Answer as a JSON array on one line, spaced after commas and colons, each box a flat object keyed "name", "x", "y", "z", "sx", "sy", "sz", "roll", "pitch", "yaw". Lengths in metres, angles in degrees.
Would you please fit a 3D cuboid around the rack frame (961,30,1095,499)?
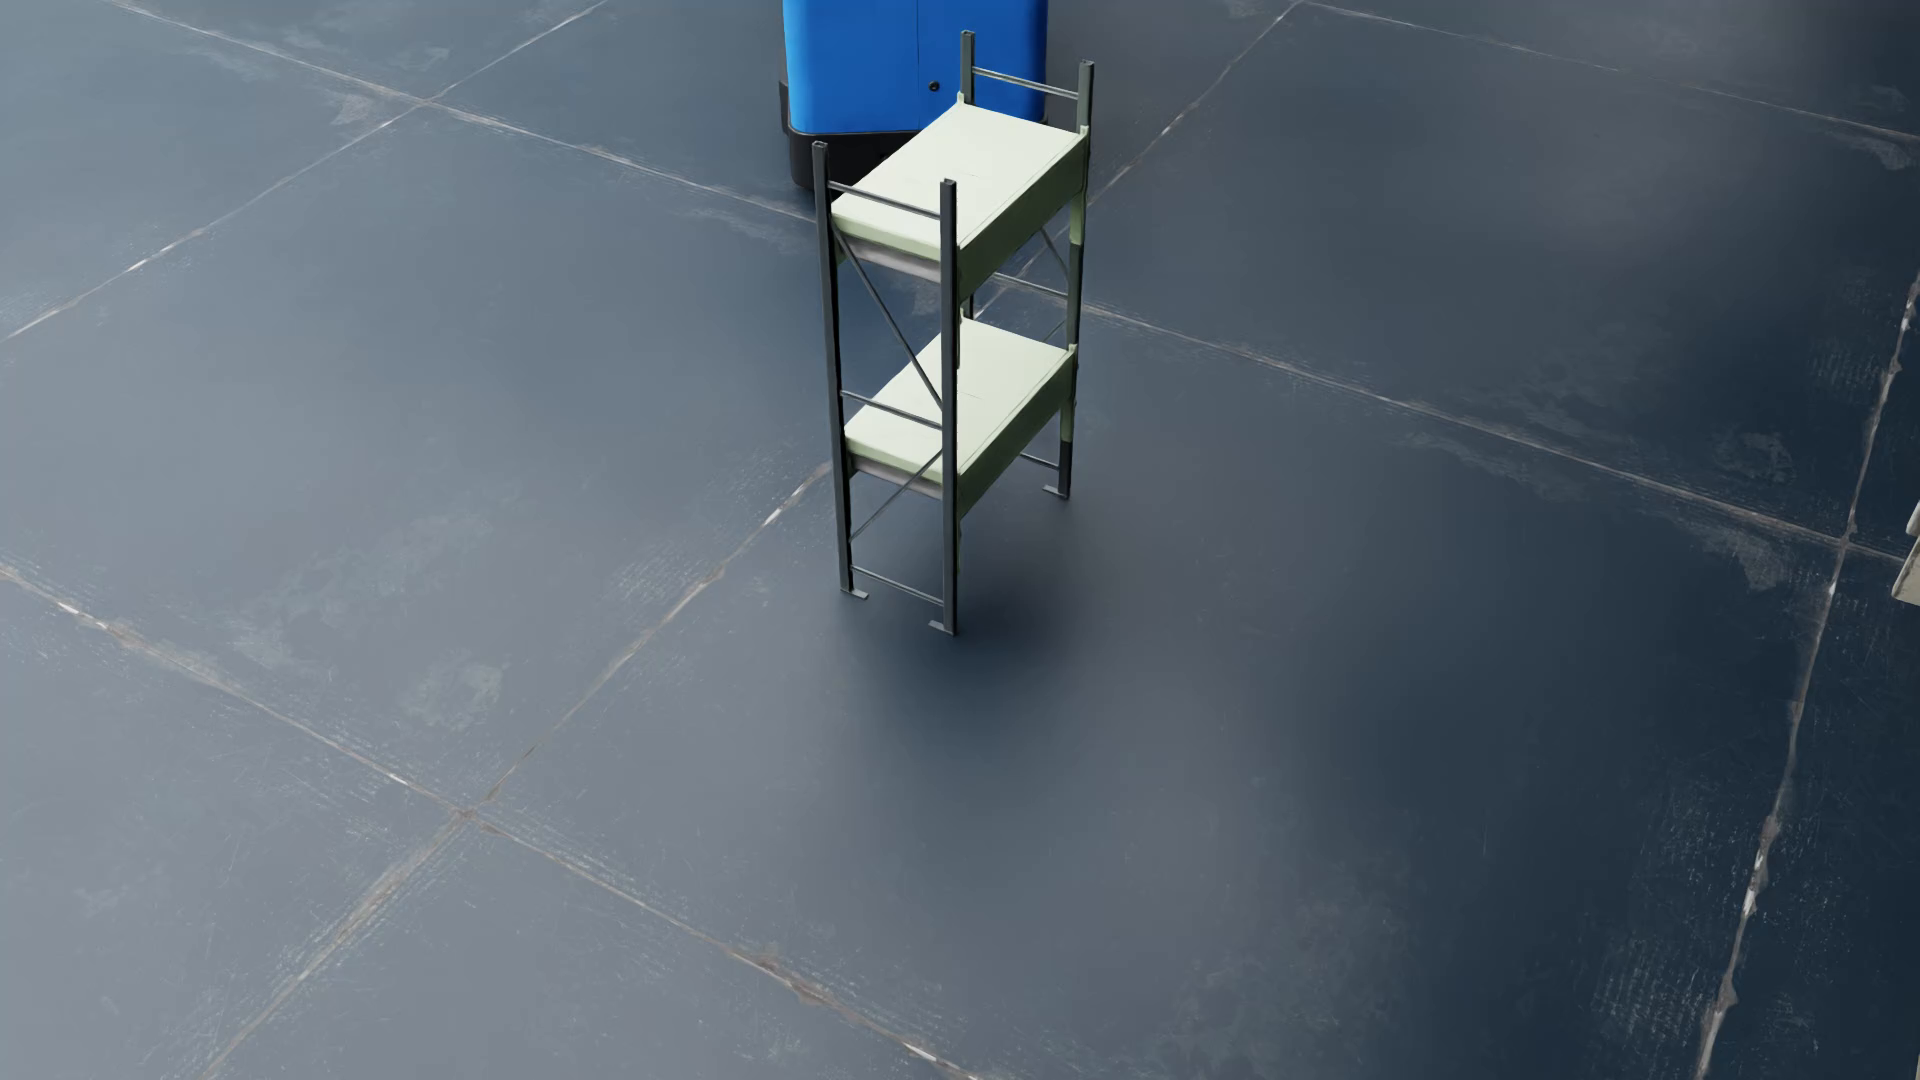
[{"name": "rack frame", "x": 0.180, "y": -0.768, "z": 4.988, "sx": 0.400, "sy": 1.500, "sz": 0.023, "roll": 21, "pitch": 45, "yaw": 22}]

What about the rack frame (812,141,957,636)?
[{"name": "rack frame", "x": -0.186, "y": -0.350, "z": 4.512, "sx": 0.400, "sy": 1.500, "sz": 0.023, "roll": 21, "pitch": 45, "yaw": 22}]

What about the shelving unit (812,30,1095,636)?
[{"name": "shelving unit", "x": -0.003, "y": -0.559, "z": 4.750, "sx": 0.431, "sy": 1.500, "sz": 0.755, "roll": 21, "pitch": 45, "yaw": 22}]

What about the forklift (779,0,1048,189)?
[{"name": "forklift", "x": -0.274, "y": -3.493, "z": 6.998, "sx": 1.130, "sy": 2.935, "sz": 3.031, "roll": -3, "pitch": 41, "yaw": -3}]

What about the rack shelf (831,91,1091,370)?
[{"name": "rack shelf", "x": -0.003, "y": -0.852, "z": 4.492, "sx": 0.431, "sy": 0.370, "sz": 0.720, "roll": 21, "pitch": 45, "yaw": 22}]

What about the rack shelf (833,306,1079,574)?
[{"name": "rack shelf", "x": -0.003, "y": -0.314, "z": 4.965, "sx": 0.431, "sy": 0.370, "sz": 0.720, "roll": 21, "pitch": 45, "yaw": 22}]
